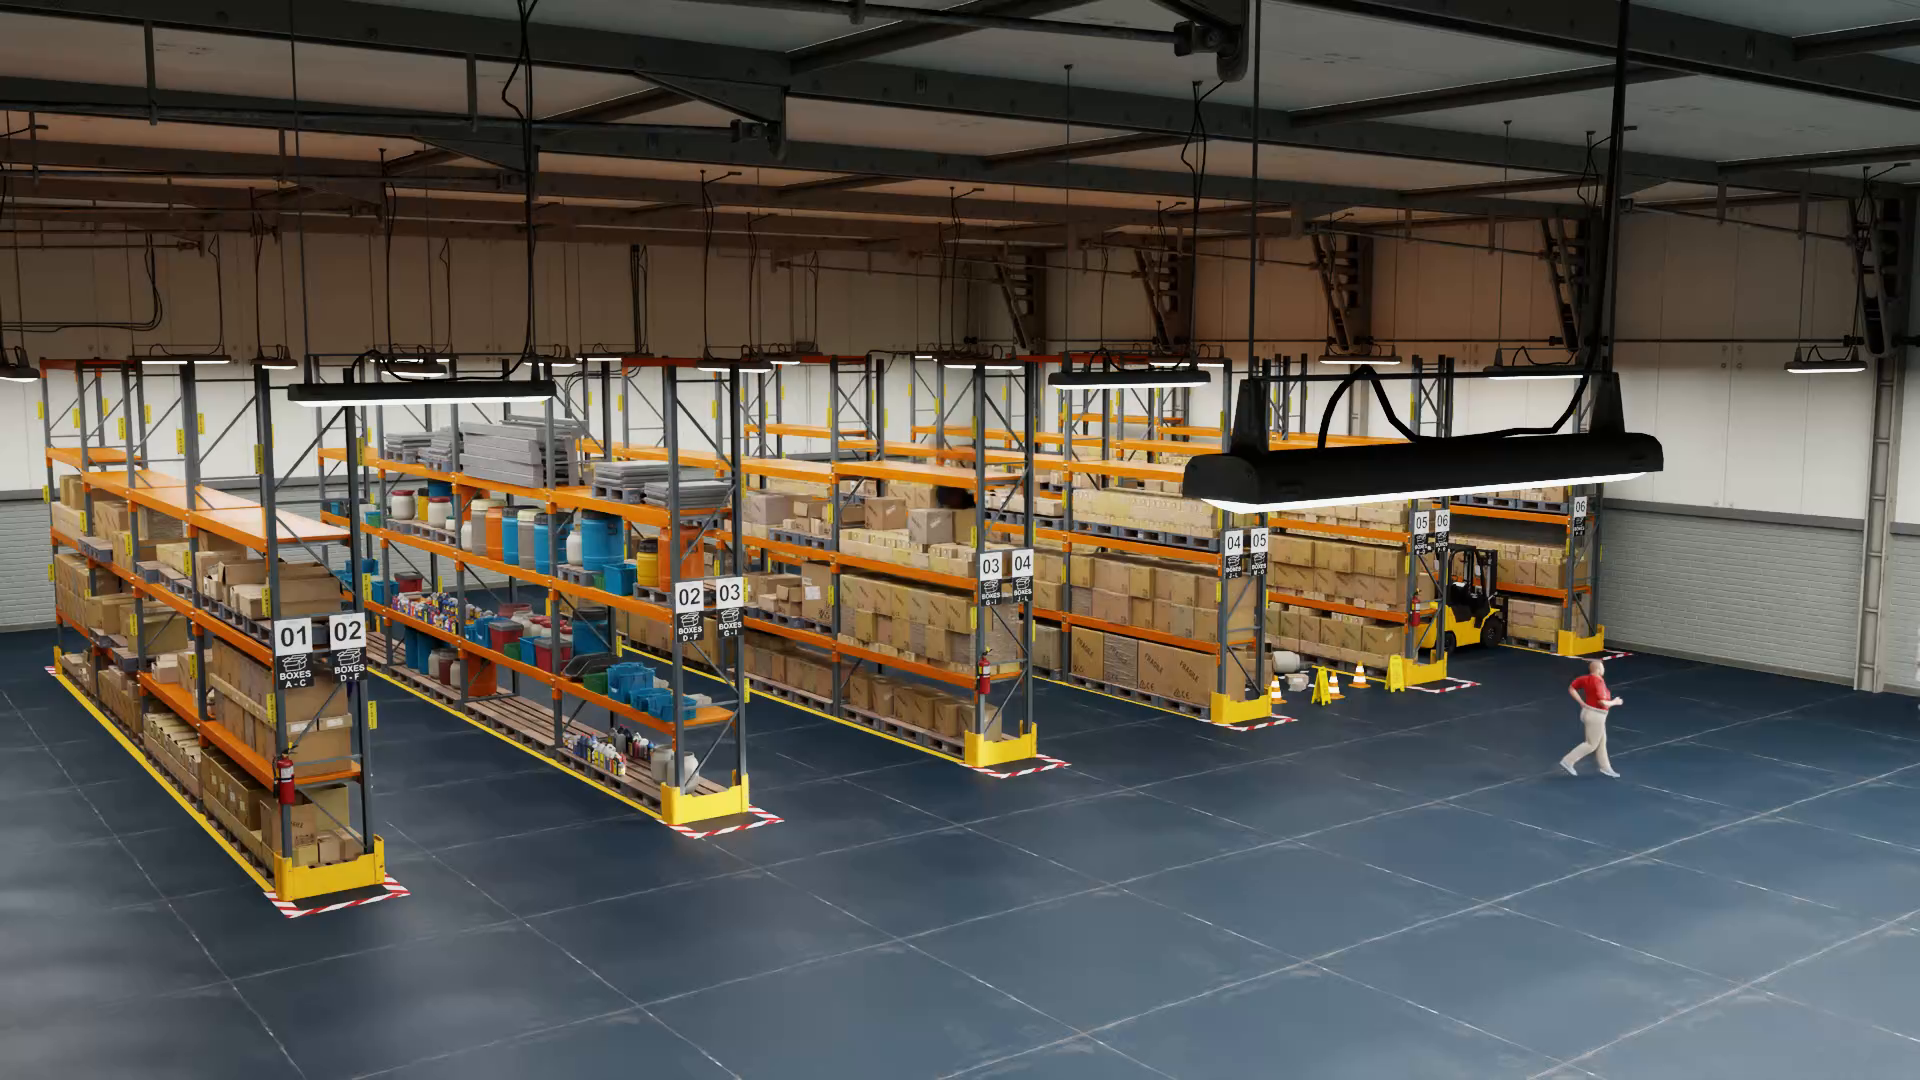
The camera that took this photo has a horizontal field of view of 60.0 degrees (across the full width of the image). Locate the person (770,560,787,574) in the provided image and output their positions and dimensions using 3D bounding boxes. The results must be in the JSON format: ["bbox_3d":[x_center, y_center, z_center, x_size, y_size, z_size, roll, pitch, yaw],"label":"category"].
[{"bbox_3d":[-4.577,0.482,41.965,0.723,1.687,0.577,1,7,5],"label":"person"}]

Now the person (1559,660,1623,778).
[{"bbox_3d":[9.116,2.599,23.962,0.969,1.753,0.660,0,7,-4],"label":"person"}]

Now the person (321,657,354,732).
[{"bbox_3d":[-10.091,2.256,27.236,0.587,1.683,0.849,-6,9,-39],"label":"person"}]
